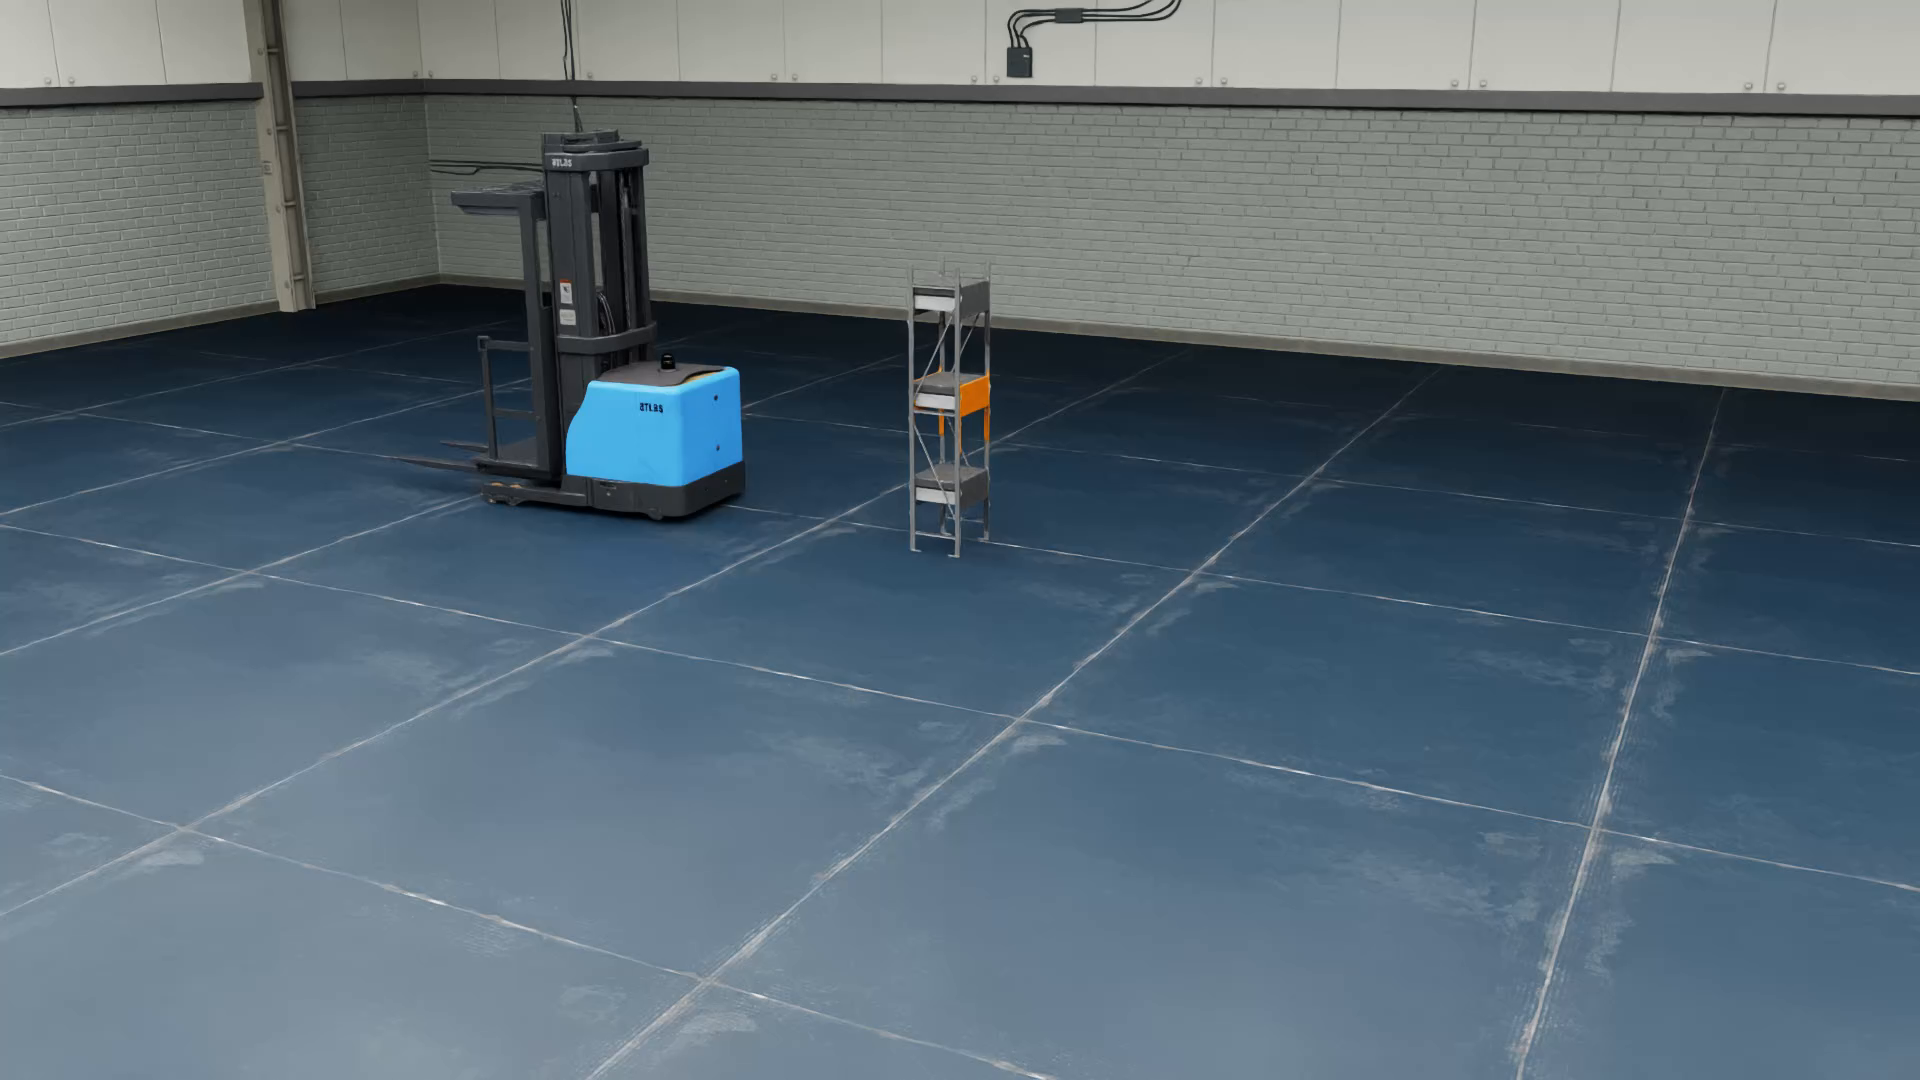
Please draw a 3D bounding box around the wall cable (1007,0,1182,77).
[{"bbox_3d":[1.633,-8.566,19.586,2.305,6.003,0.169,8,18,25],"label":"wall cable"}]

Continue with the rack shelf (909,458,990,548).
[{"bbox_3d":[-0.074,-0.280,12.287,0.431,0.518,0.480,8,18,25],"label":"rack shelf"}]

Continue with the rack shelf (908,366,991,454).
[{"bbox_3d":[-0.074,-0.951,12.087,0.431,0.518,0.480,8,18,25],"label":"rack shelf"}]

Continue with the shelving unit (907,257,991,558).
[{"bbox_3d":[-0.074,-0.964,12.083,0.431,2.100,0.503,8,18,25],"label":"shelving unit"}]

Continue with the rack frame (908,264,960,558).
[{"bbox_3d":[-0.183,-0.902,11.874,0.400,2.100,0.015,8,18,25],"label":"rack frame"}]

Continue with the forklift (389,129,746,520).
[{"bbox_3d":[-3.333,-1.815,13.486,3.031,2.935,1.130,7,18,22],"label":"forklift"}]

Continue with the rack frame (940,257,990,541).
[{"bbox_3d":[0.035,-1.027,12.293,0.400,2.100,0.015,8,18,25],"label":"rack frame"}]

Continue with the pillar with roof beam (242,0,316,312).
[{"bbox_3d":[-5.501,-7.018,20.347,9.100,9.000,0.400,8,18,25],"label":"pillar with roof beam"}]

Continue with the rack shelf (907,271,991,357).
[{"bbox_3d":[-0.074,-1.622,11.888,0.431,0.518,0.480,8,18,25],"label":"rack shelf"}]

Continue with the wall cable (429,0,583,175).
[{"bbox_3d":[-6.853,-6.659,24.593,3.097,2.526,0.112,8,18,25],"label":"wall cable"}]
